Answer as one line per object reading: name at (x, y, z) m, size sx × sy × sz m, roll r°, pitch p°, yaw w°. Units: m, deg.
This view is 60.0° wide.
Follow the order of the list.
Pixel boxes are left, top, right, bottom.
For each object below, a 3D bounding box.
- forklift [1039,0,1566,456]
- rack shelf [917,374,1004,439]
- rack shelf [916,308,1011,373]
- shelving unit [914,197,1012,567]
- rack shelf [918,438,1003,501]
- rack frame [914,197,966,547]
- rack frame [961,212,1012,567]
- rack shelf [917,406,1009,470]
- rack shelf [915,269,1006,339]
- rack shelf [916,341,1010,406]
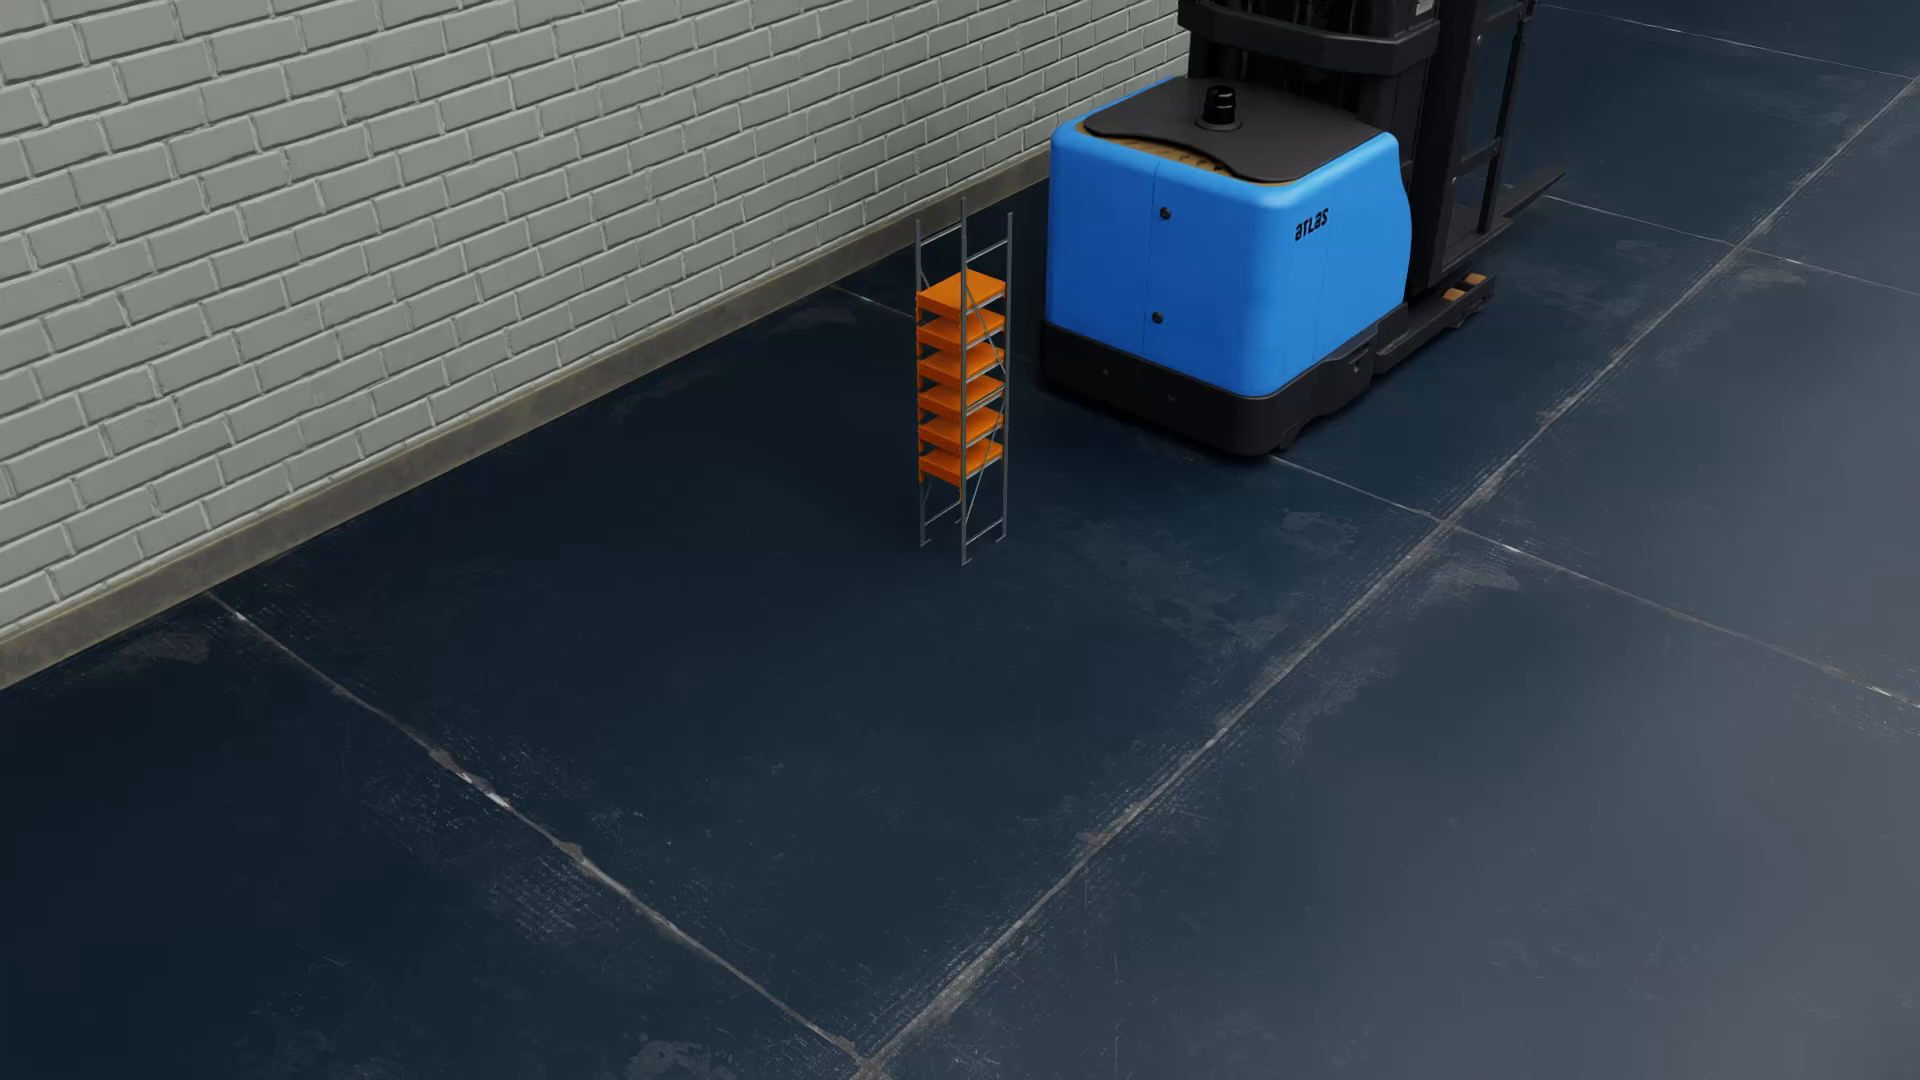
forklift at (1.656, -2.274, 6.472) m, size 1.130 × 2.935 × 3.031 m, roll 26°, pitch 42°, yaw 32°
rack shelf at (0.011, -0.453, 5.428) m, size 0.180 × 0.103 × 0.258 m, roll 25°, pitch 42°, yaw 32°
rack shelf at (0.011, -0.651, 5.292) m, size 0.180 × 0.103 × 0.258 m, roll 25°, pitch 42°, yaw 32°
shelving unit at (0.011, -0.489, 5.403) m, size 0.189 × 1.200 × 0.258 m, roll 25°, pitch 42°, yaw 32°
rack shelf at (0.011, -0.255, 5.564) m, size 0.180 × 0.103 × 0.258 m, roll 25°, pitch 42°, yaw 32°
rack frame at (-0.059, -0.523, 5.451) m, size 0.006 × 1.200 × 0.240 m, roll 25°, pitch 42°, yaw 32°
rack frame at (0.081, -0.456, 5.354) m, size 0.006 × 1.200 × 0.240 m, roll 25°, pitch 42°, yaw 32°
rack shelf at (0.011, -0.354, 5.496) m, size 0.180 × 0.103 × 0.258 m, roll 25°, pitch 42°, yaw 32°
rack shelf at (0.011, -0.749, 5.224) m, size 0.180 × 0.103 × 0.258 m, roll 25°, pitch 42°, yaw 32°
rack shelf at (0.011, -0.552, 5.360) m, size 0.180 × 0.103 × 0.258 m, roll 25°, pitch 42°, yaw 32°
